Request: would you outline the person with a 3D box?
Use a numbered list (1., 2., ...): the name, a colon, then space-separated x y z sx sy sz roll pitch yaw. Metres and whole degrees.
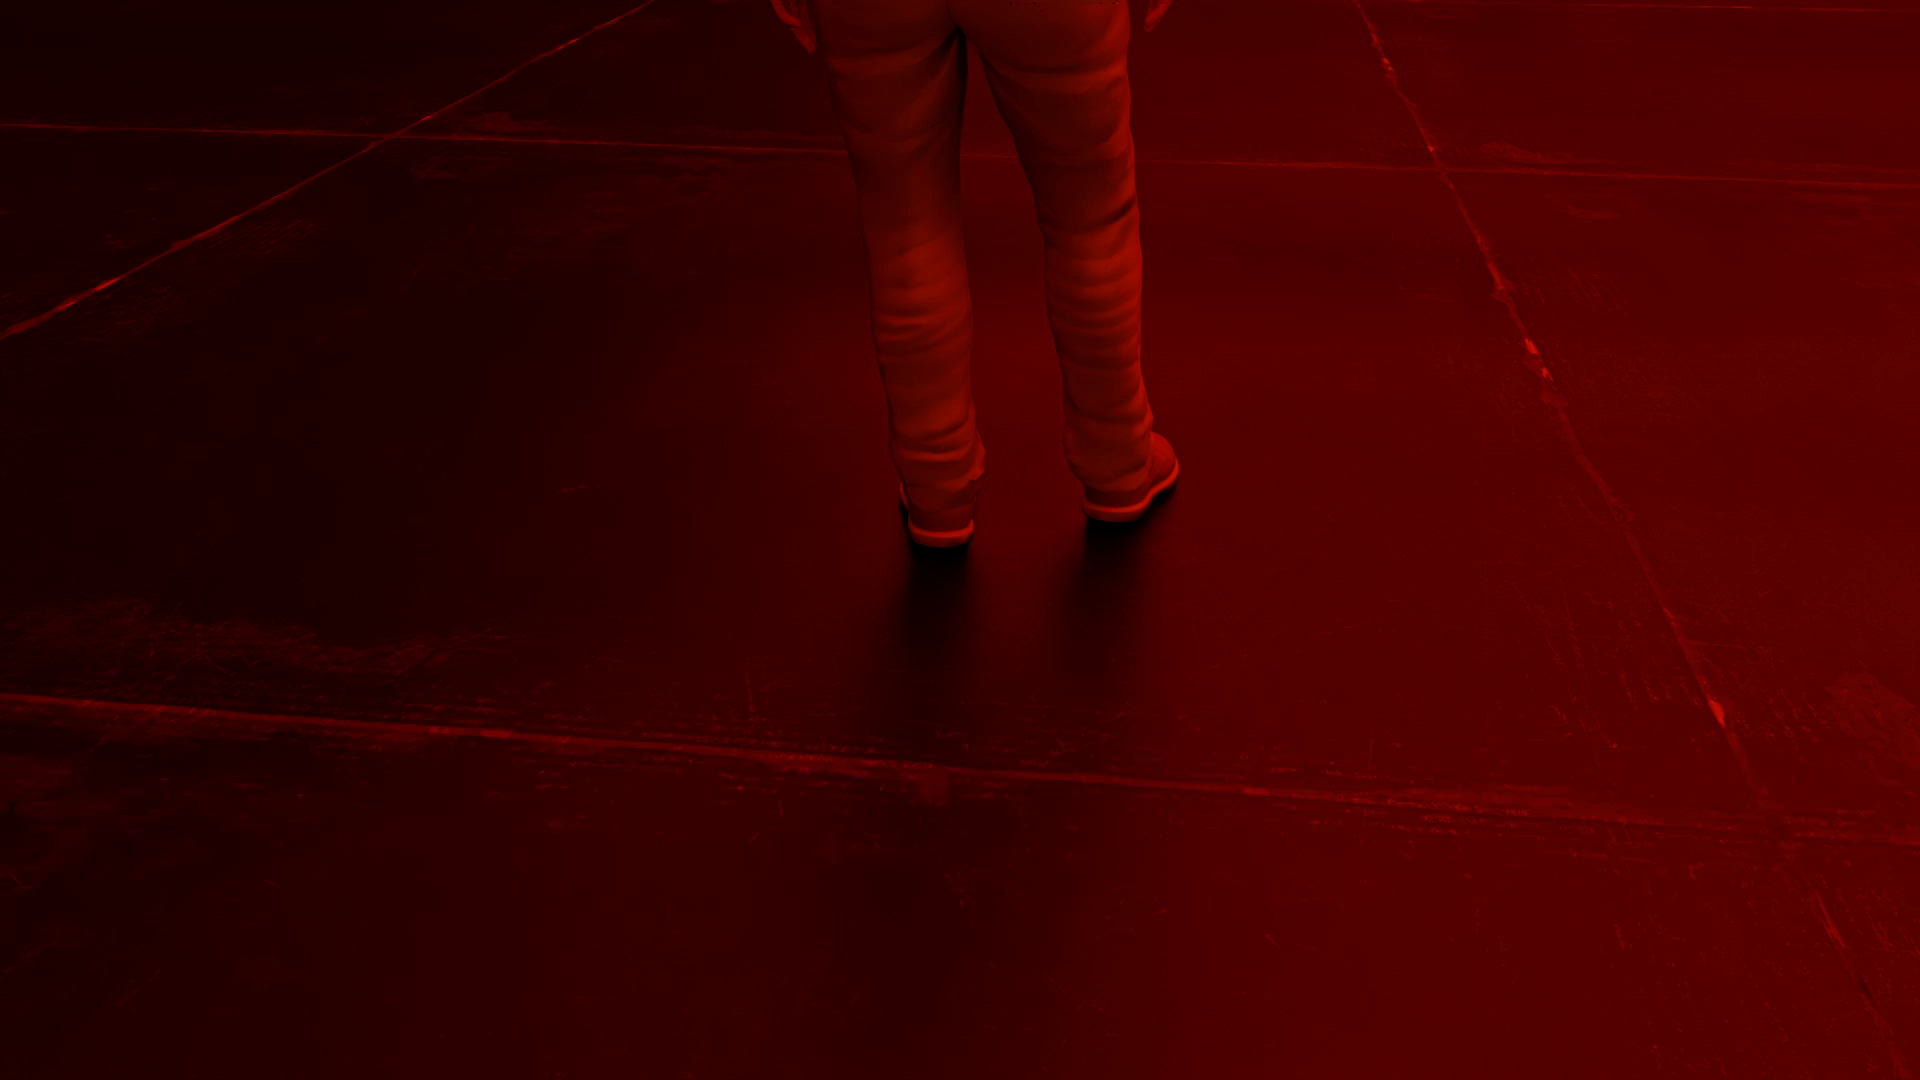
1. person: 0.032 -0.785 2.190 0.599 1.670 0.529 3 27 7
